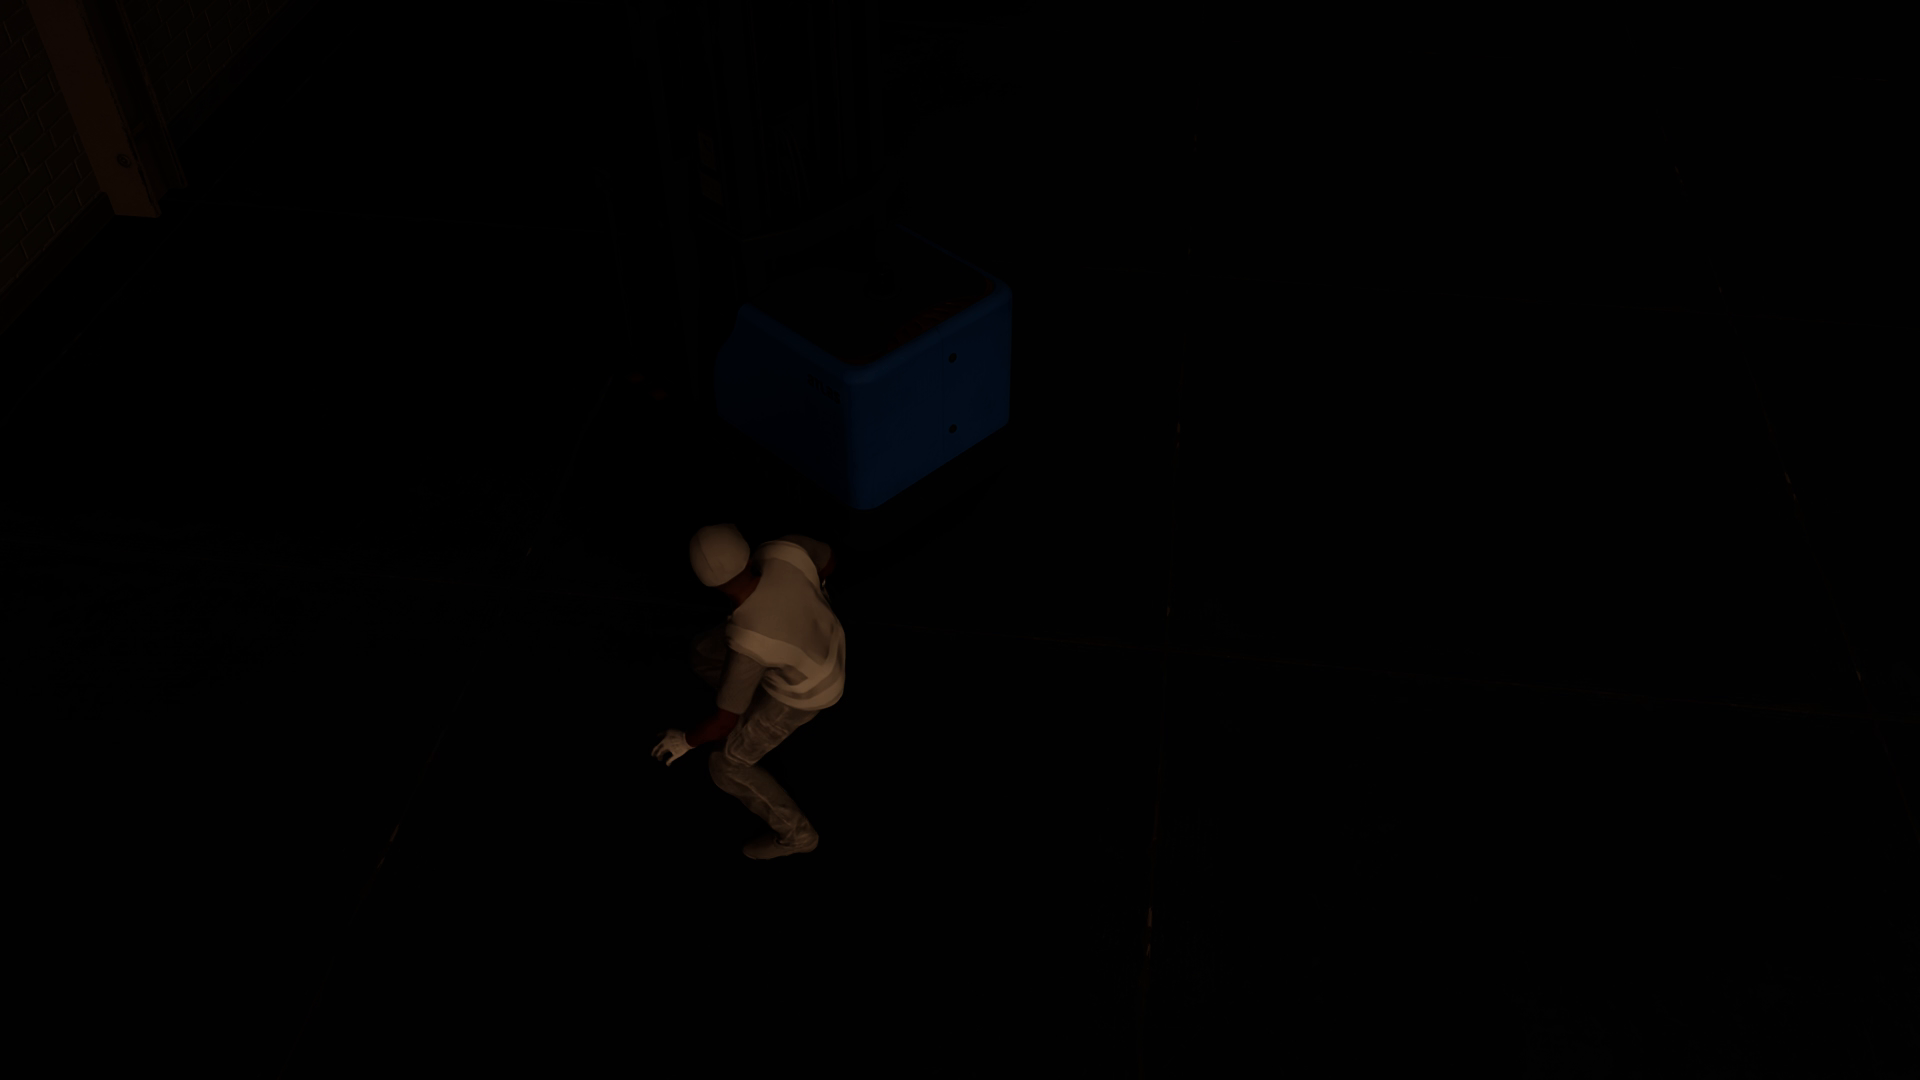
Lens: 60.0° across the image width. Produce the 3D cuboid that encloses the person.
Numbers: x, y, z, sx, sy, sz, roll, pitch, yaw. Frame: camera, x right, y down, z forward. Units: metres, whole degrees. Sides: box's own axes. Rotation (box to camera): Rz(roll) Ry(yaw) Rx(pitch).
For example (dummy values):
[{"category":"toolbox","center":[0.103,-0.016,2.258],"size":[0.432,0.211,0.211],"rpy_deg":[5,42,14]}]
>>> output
[{"category":"person","center":[-0.789,0.459,6.300],"size":[0.707,1.533,0.832],"rpy_deg":[2,43,2]}]

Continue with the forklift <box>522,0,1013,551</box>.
[{"category":"forklift","center":[-1.140,-1.920,7.814],"size":[3.031,2.935,1.130],"rpy_deg":[34,52,31]}]
